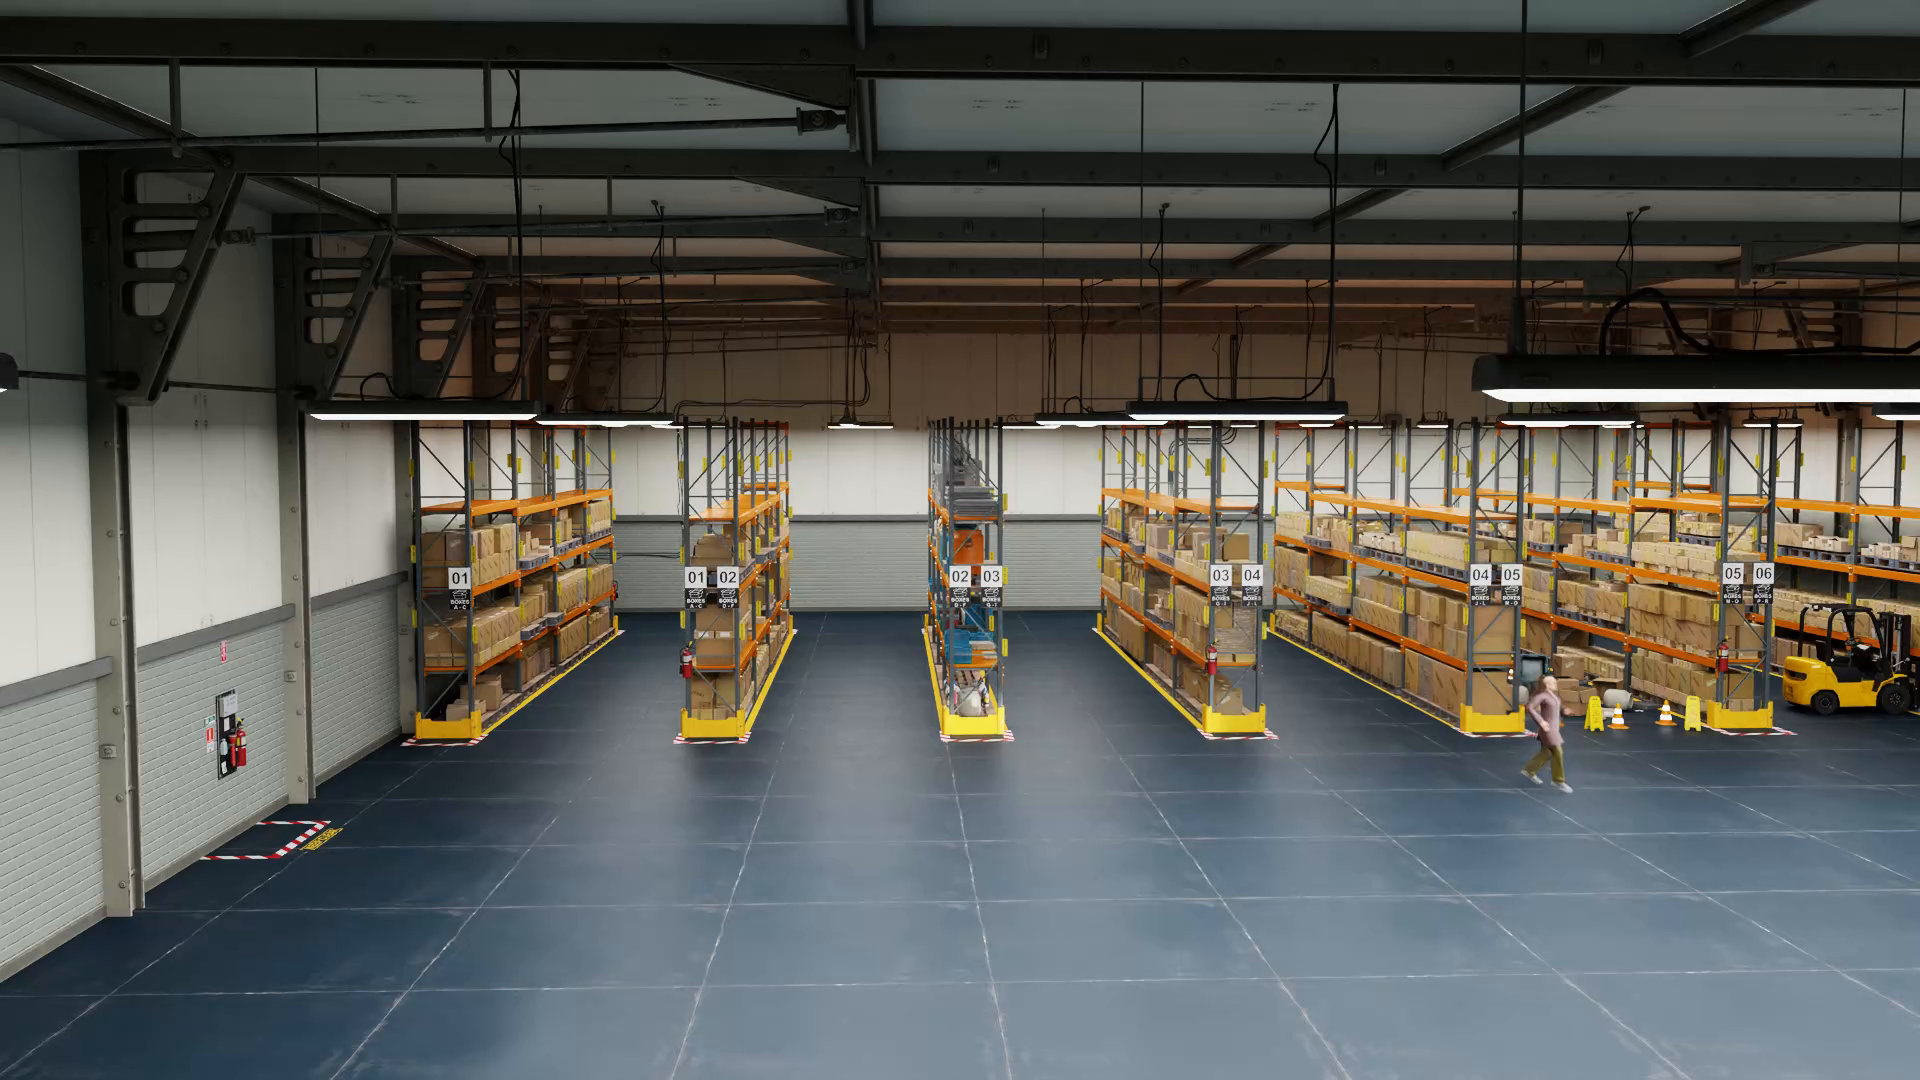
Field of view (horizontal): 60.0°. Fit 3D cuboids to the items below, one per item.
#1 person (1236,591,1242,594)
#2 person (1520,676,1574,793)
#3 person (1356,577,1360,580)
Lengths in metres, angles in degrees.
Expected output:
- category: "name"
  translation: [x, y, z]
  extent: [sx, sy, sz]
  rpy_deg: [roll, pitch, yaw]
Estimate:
- category: "person"
  translation: [7.665, 1.774, 47.655]
  extent: [0.912, 1.680, 0.647]
  rpy_deg: [1, 4, 21]
- category: "person"
  translation: [9.422, 3.087, 26.658]
  extent: [0.877, 1.822, 0.694]
  rpy_deg: [3, 5, 35]
- category: "person"
  translation: [11.030, 1.878, 46.138]
  extent: [0.580, 1.704, 0.838]
  rpy_deg: [-1, 4, -9]
